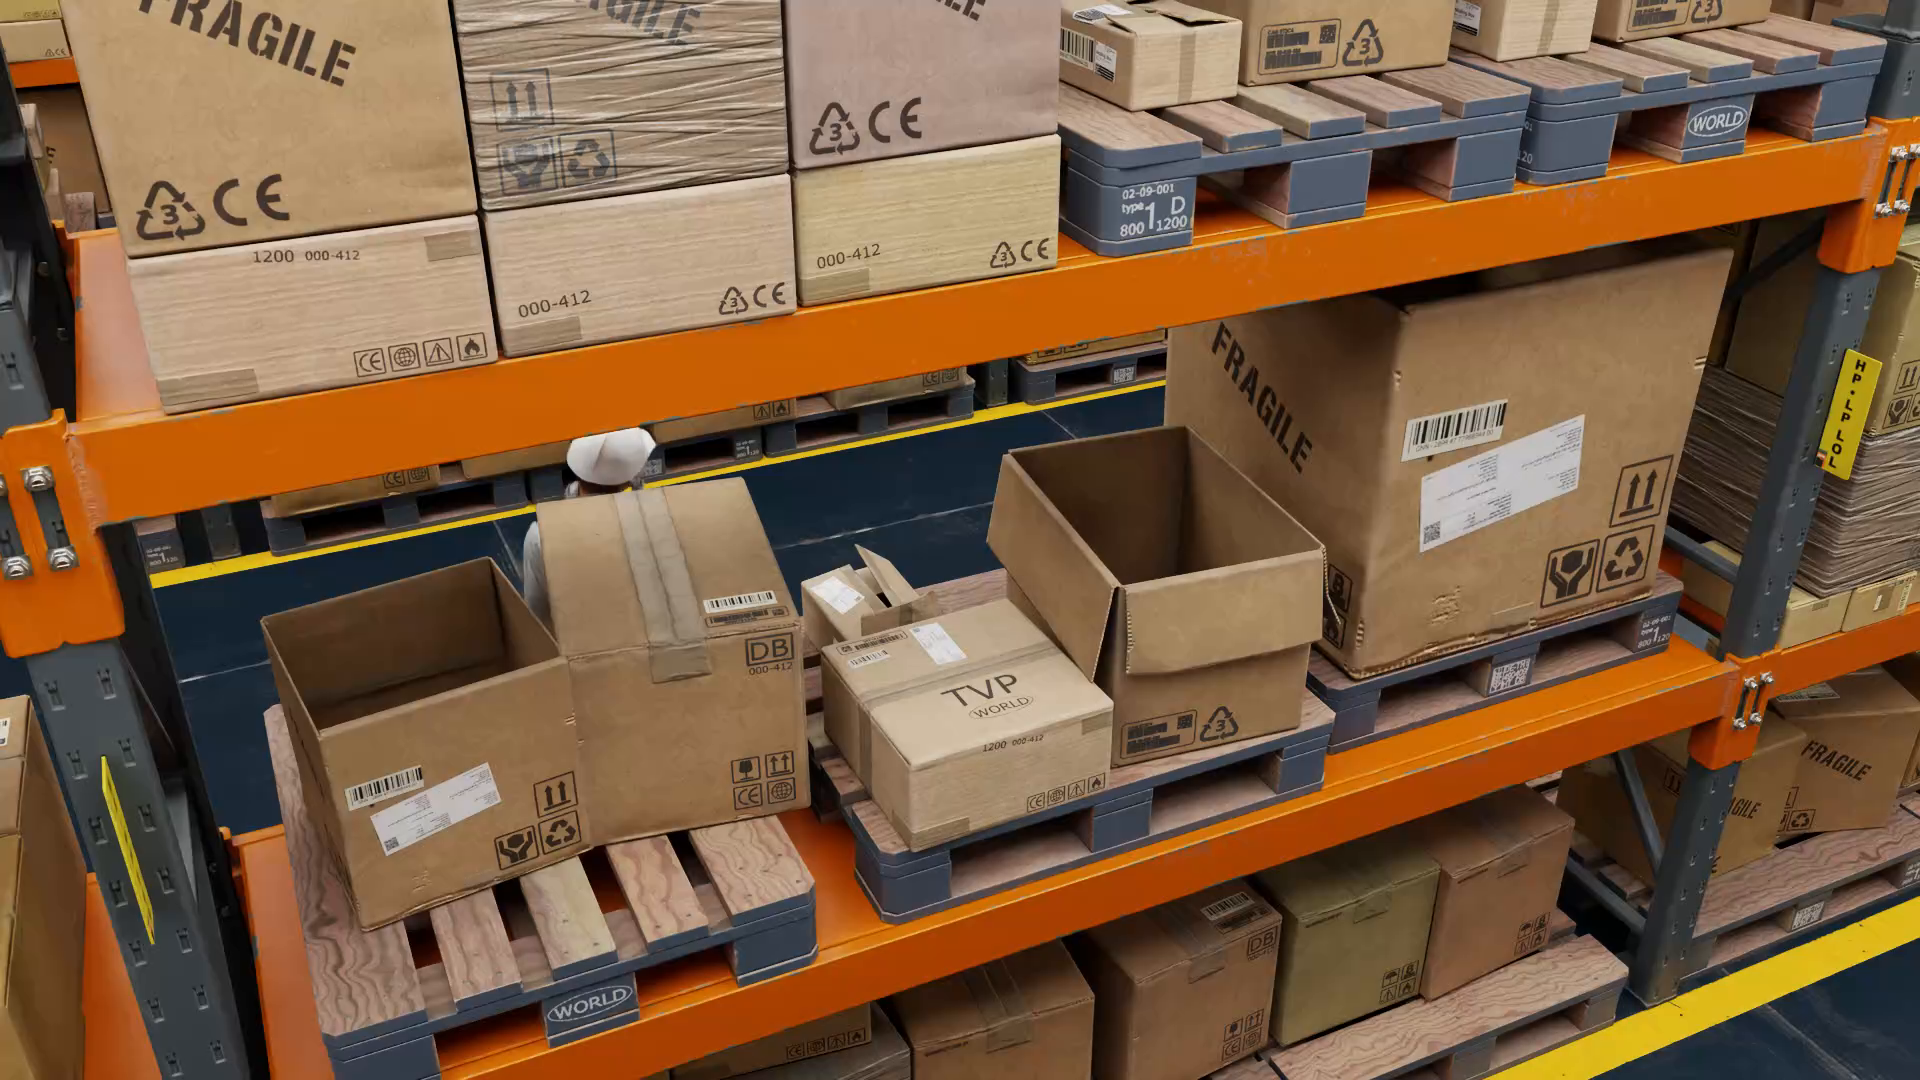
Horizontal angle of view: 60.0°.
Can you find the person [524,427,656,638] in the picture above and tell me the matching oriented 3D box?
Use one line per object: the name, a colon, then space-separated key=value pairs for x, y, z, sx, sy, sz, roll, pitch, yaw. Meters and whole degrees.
person: x=-1.084 y=0.362 z=5.407 sx=0.585 sy=1.777 sz=0.533 roll=-5 pitch=30 yaw=-9
